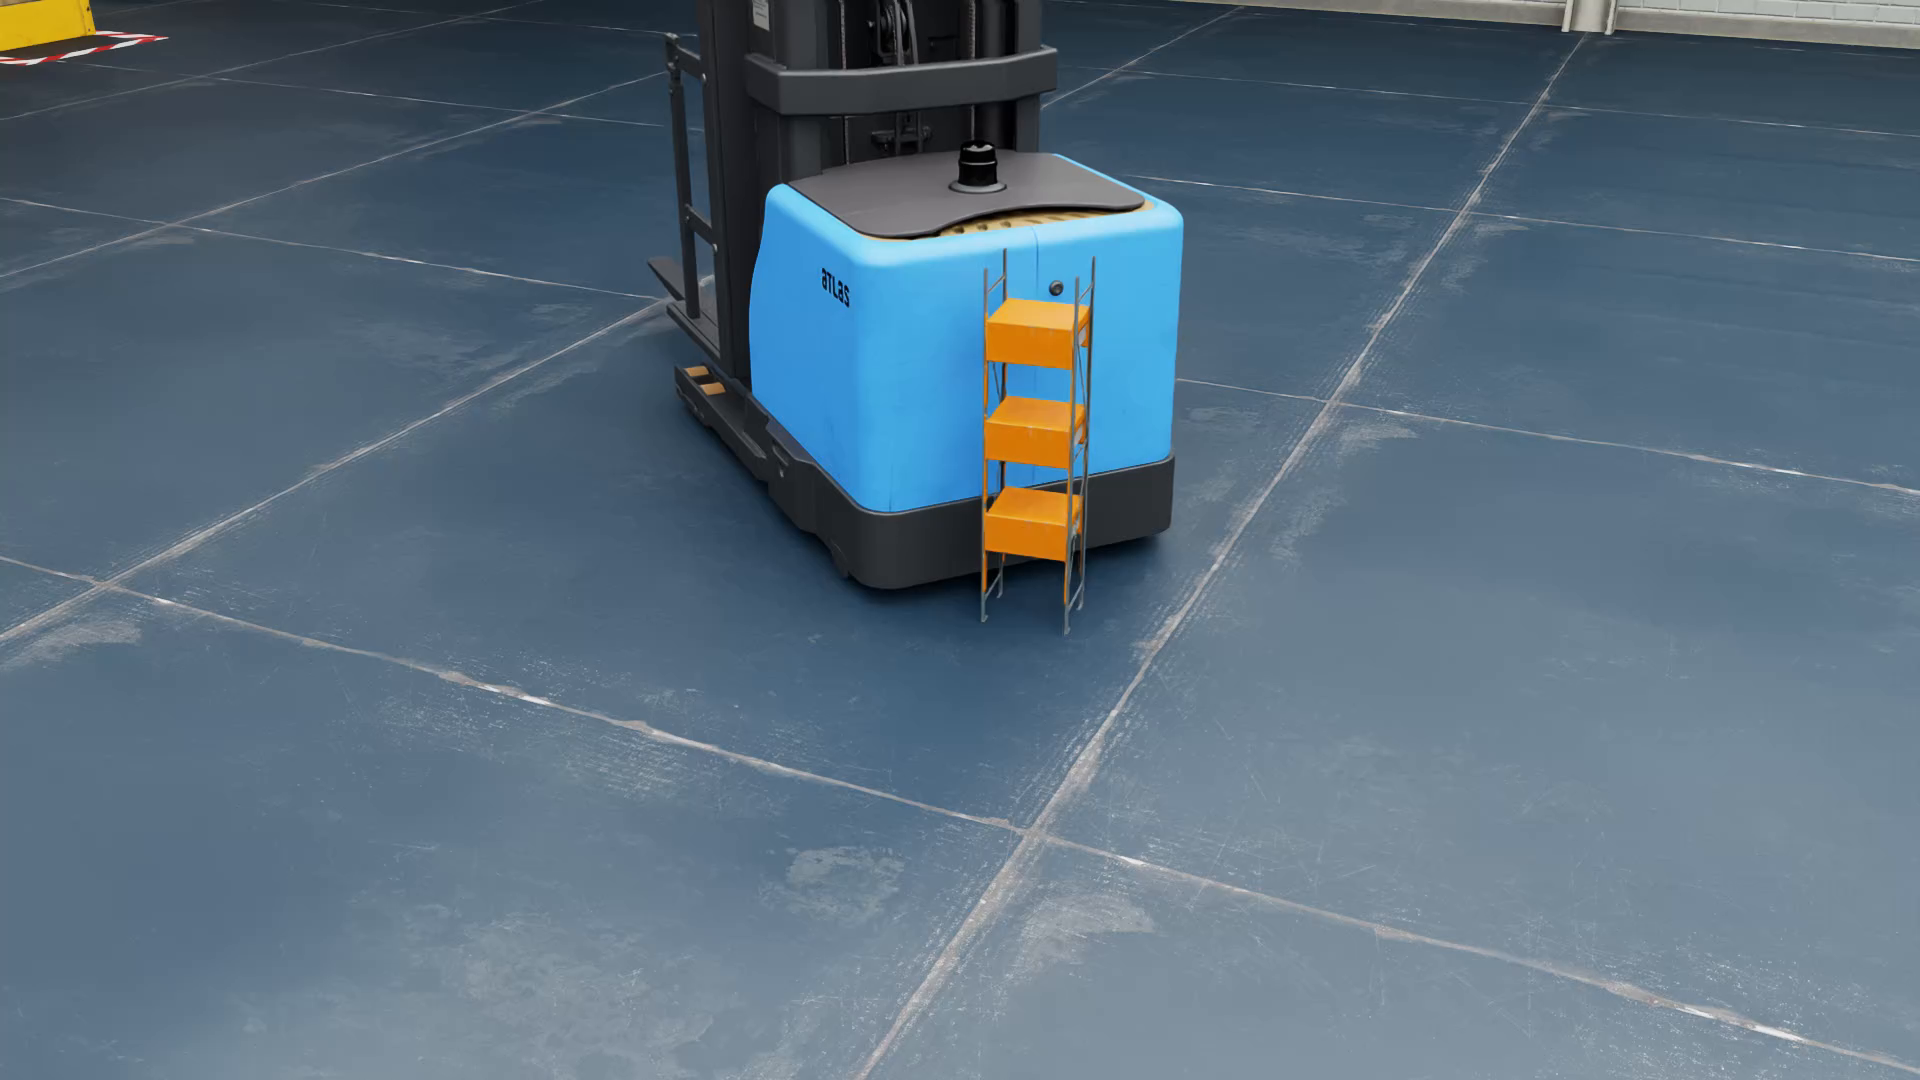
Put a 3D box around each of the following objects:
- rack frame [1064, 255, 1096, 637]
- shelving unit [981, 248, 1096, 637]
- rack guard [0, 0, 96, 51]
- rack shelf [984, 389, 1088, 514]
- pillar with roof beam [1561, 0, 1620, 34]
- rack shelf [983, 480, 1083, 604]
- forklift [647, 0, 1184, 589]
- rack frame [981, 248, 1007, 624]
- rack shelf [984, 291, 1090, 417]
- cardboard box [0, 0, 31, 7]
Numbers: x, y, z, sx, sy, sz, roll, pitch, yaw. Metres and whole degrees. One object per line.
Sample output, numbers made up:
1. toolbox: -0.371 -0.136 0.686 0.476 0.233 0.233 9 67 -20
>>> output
1. rack frame: 0.327 -0.240 4.549 0.008 1.050 0.200 8 27 16
2. shelving unit: 0.211 -0.256 4.582 0.252 1.050 0.215 8 27 16
3. rack guard: -7.523 -4.216 13.247 0.348 0.500 1.175 11 28 22
4. rack shelf: 0.211 -0.247 4.586 0.240 0.259 0.215 8 27 16
5. pillar with roof beam: 3.478 -6.576 8.419 0.400 9.000 9.100 11 28 22
6. rack shelf: 0.211 0.003 4.709 0.240 0.259 0.215 8 27 16
7. forklift: -0.417 -1.796 5.579 1.130 2.935 3.031 -12 28 -22
8. rack frame: 0.094 -0.272 4.615 0.008 1.050 0.200 8 27 16
9. rack shelf: 0.211 -0.501 4.461 0.240 0.259 0.215 8 27 16
10. cardboard box: -8.074 -4.537 13.706 0.500 0.250 0.500 11 28 21
